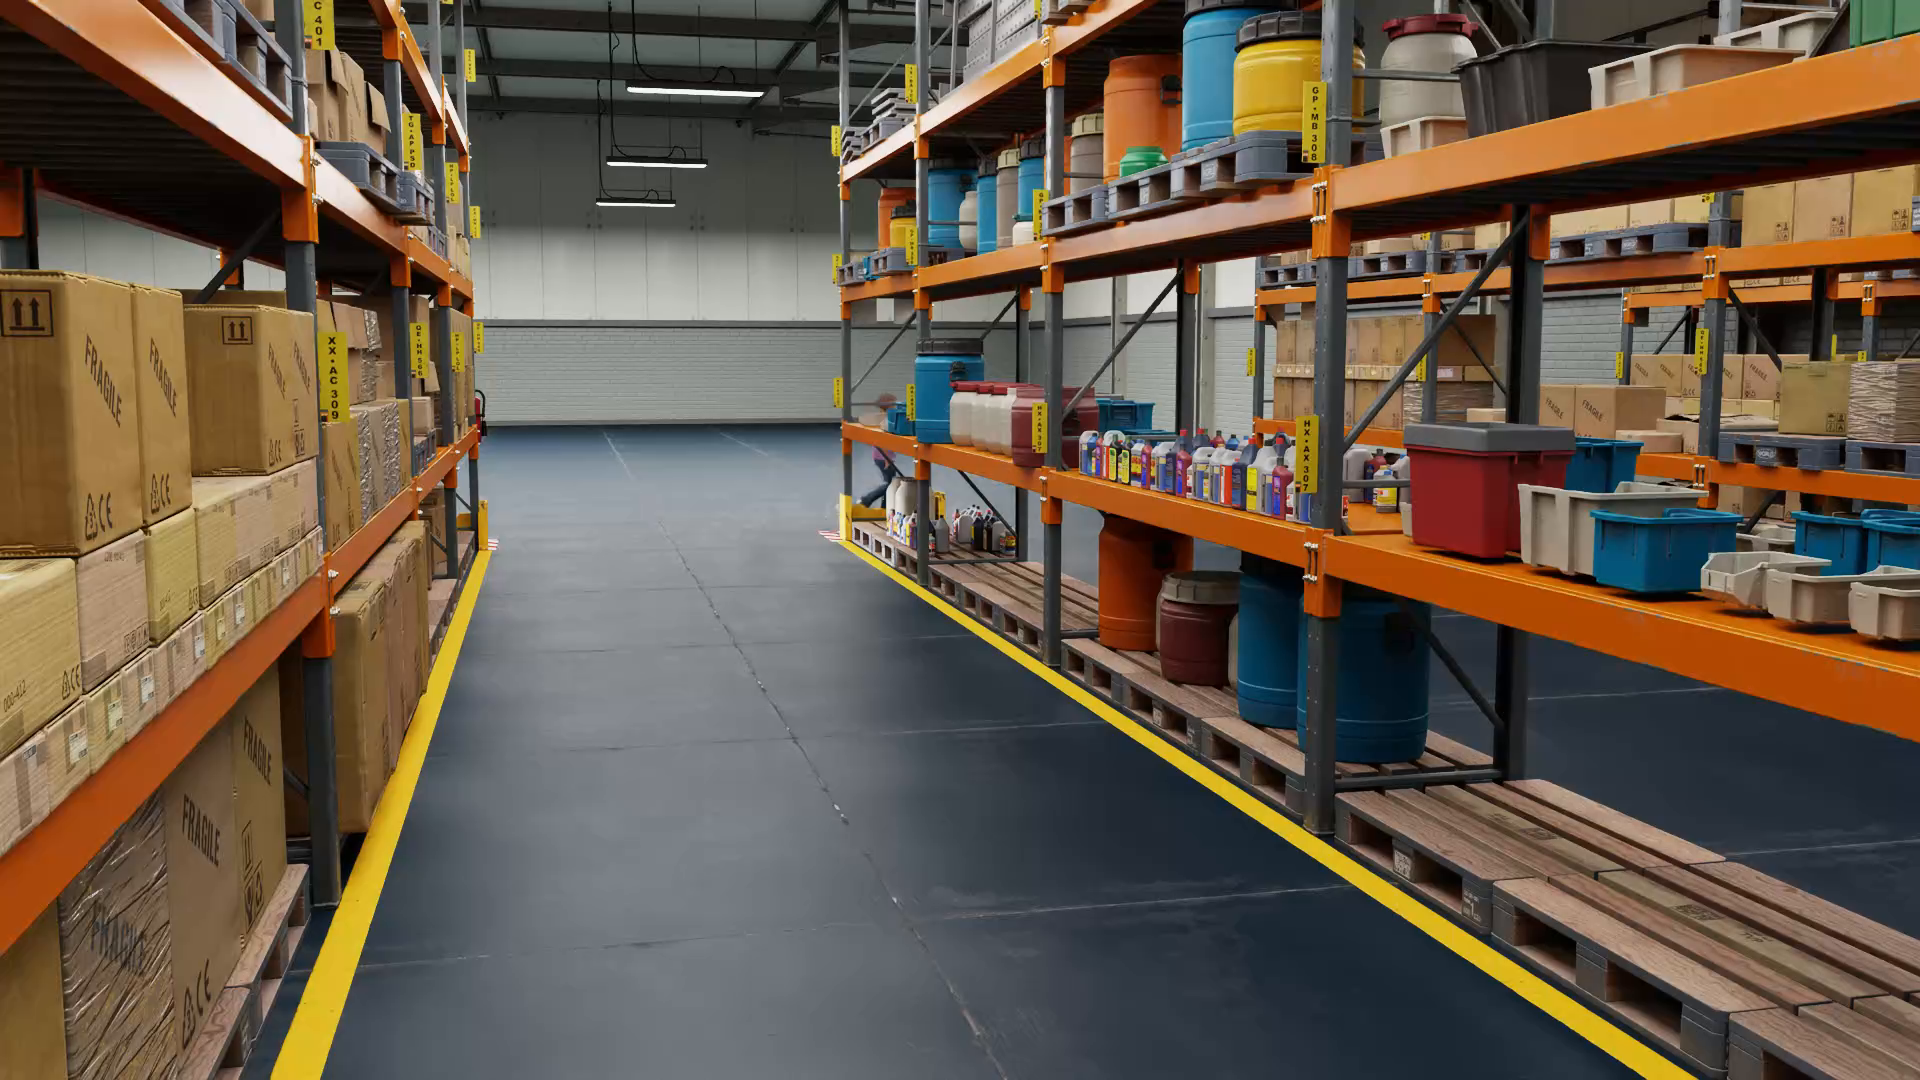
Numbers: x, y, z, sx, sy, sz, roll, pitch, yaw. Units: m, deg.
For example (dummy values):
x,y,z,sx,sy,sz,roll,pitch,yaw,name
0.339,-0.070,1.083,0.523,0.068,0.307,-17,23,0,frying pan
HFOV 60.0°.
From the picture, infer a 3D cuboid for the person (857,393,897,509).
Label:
x,y,z,sx,sy,sz,roll,pitch,yaw,name
-0.972,-0.978,20.032,0.550,1.579,0.471,0,6,-3,person
